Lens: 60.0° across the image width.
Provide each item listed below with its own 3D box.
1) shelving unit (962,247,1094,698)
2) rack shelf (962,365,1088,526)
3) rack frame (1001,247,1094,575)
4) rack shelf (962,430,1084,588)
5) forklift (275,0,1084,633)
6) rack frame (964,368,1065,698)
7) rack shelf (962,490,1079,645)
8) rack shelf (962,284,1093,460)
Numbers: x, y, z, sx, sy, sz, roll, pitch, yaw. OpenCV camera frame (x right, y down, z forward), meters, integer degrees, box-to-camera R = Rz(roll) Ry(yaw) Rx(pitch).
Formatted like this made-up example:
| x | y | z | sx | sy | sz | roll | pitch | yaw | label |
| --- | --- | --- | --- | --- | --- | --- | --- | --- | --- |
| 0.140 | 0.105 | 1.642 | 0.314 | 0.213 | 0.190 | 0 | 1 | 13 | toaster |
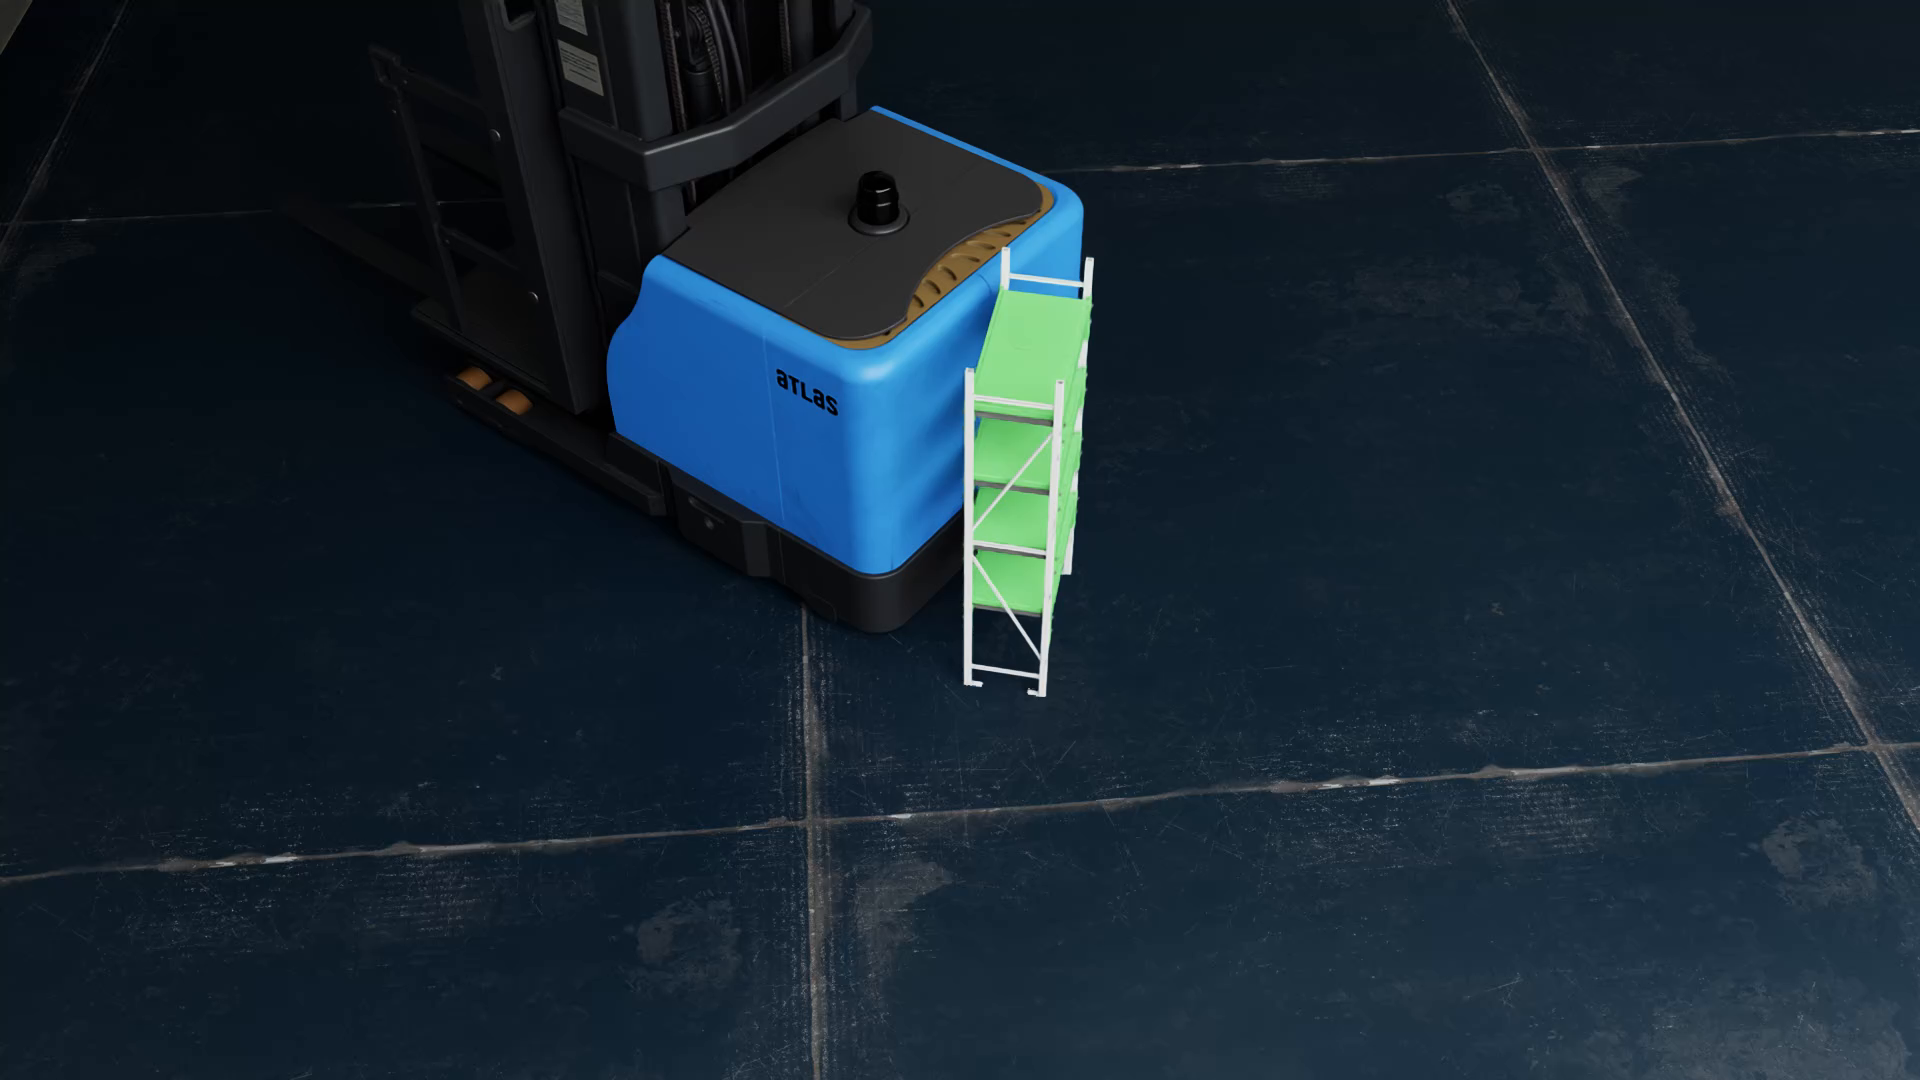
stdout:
| x | y | z | sx | sy | sz | roll | pitch | yaw | label |
| --- | --- | --- | --- | --- | --- | --- | --- | --- | --- |
| 0.178 | -0.152 | 4.568 | 0.258 | 1.200 | 0.503 | 8 | 47 | 8 | shelving unit |
| 0.178 | -0.273 | 4.440 | 0.258 | 0.148 | 0.480 | 8 | 47 | 8 | rack shelf |
| 0.226 | -0.326 | 4.732 | 0.240 | 1.200 | 0.015 | 8 | 47 | 8 | rack frame |
| 0.178 | -0.108 | 4.614 | 0.258 | 0.148 | 0.480 | 8 | 47 | 8 | rack shelf |
| -1.113 | -1.621 | 4.766 | 3.031 | 2.935 | 1.130 | 29 | 53 | 25 | forklift |
| 0.130 | 0.022 | 4.403 | 0.240 | 1.200 | 0.015 | 8 | 47 | 8 | rack frame |
| 0.178 | 0.057 | 4.788 | 0.258 | 0.148 | 0.480 | 8 | 47 | 8 | rack shelf |
| 0.178 | -0.438 | 4.266 | 0.258 | 0.148 | 0.480 | 8 | 47 | 8 | rack shelf |
